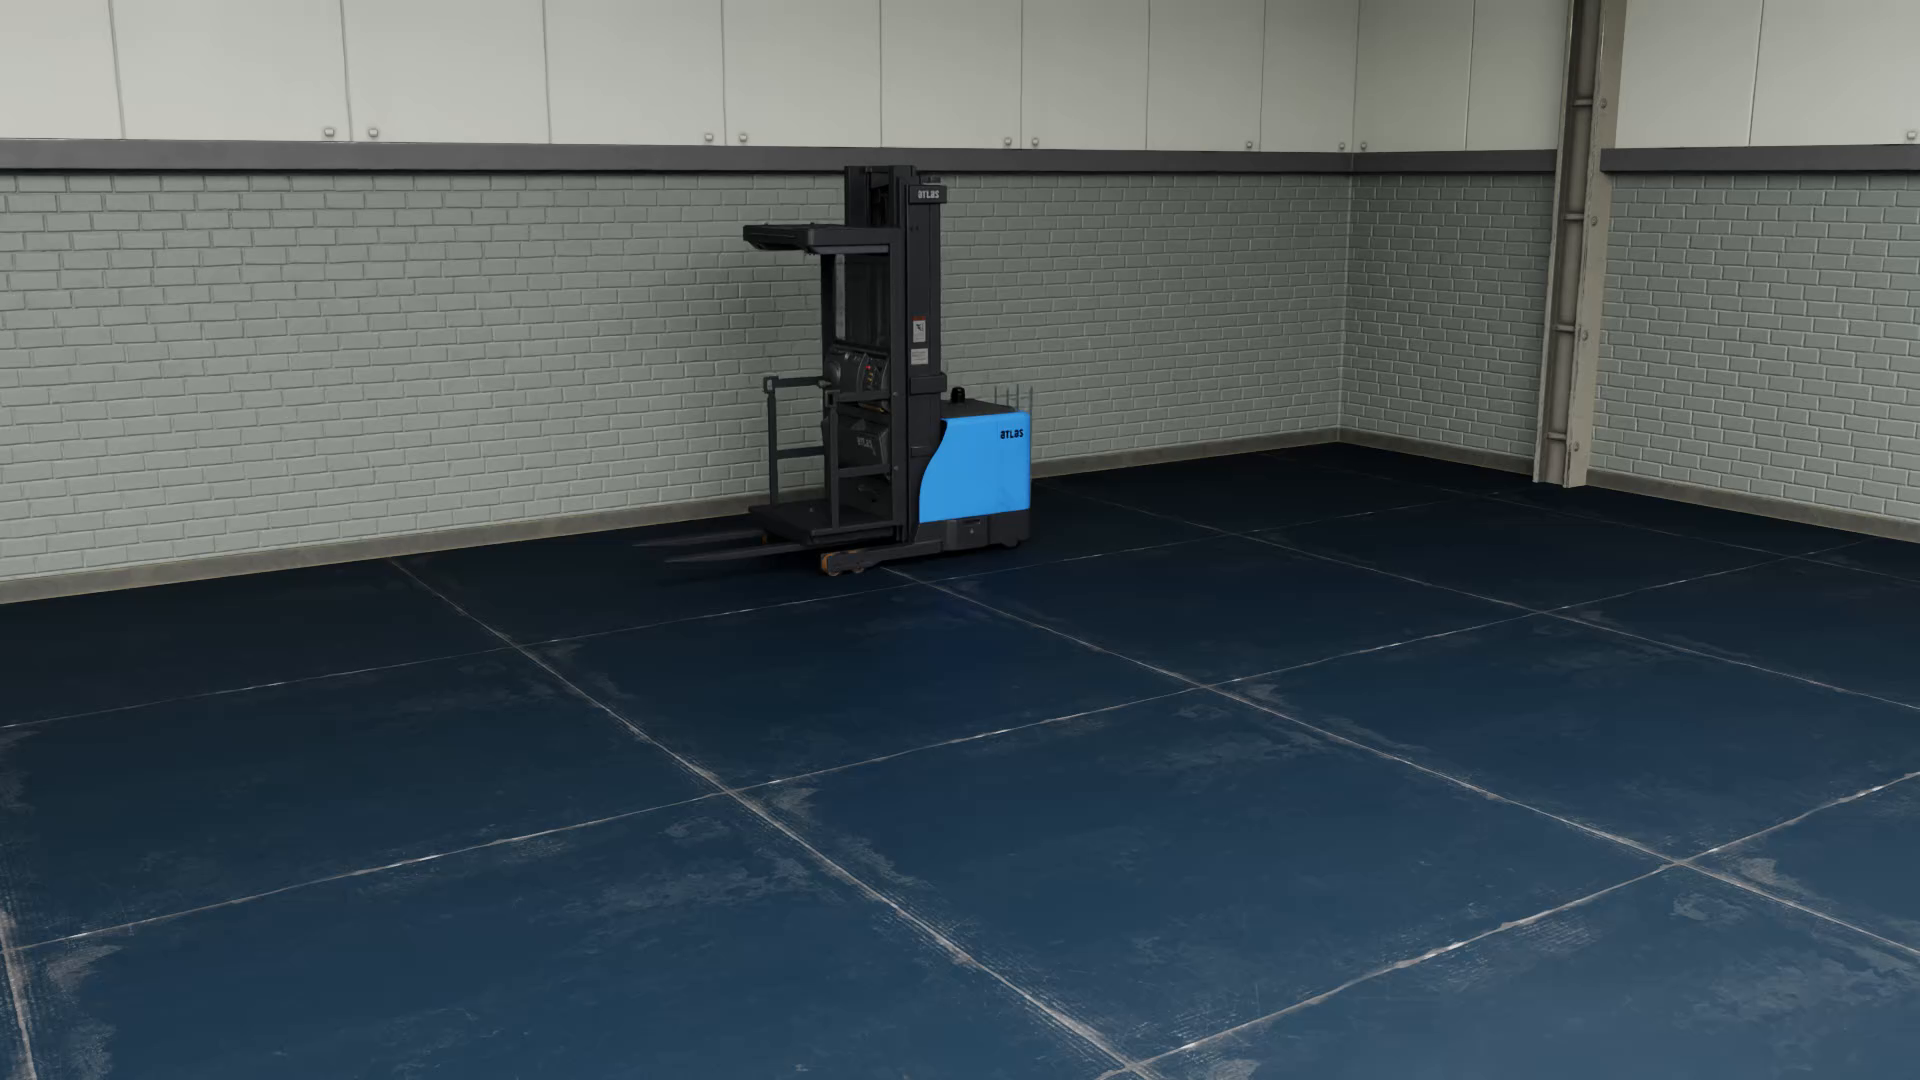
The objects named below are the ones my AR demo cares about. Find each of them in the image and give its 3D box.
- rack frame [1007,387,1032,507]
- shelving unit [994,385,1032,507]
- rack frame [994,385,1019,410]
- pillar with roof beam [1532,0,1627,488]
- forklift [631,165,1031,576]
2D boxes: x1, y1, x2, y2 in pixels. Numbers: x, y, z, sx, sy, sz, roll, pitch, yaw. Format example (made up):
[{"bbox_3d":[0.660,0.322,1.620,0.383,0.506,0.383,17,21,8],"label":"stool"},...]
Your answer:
[{"bbox_3d":[0.476,-0.632,13.442,0.240,1.200,0.006,-8,14,-32],"label":"rack frame"},{"bbox_3d":[0.427,-0.648,13.517,0.258,1.200,0.189,-8,14,-32],"label":"shelving unit"},{"bbox_3d":[0.378,-0.665,13.593,0.240,1.200,0.006,-8,14,-32],"label":"rack frame"},{"bbox_3d":[2.131,-4.429,12.552,9.100,9.000,0.400,-8,15,-33],"label":"pillar with roof beam"},{"bbox_3d":[-0.957,-1.297,12.431,3.031,2.935,1.130,-8,15,-32],"label":"forklift"}]
